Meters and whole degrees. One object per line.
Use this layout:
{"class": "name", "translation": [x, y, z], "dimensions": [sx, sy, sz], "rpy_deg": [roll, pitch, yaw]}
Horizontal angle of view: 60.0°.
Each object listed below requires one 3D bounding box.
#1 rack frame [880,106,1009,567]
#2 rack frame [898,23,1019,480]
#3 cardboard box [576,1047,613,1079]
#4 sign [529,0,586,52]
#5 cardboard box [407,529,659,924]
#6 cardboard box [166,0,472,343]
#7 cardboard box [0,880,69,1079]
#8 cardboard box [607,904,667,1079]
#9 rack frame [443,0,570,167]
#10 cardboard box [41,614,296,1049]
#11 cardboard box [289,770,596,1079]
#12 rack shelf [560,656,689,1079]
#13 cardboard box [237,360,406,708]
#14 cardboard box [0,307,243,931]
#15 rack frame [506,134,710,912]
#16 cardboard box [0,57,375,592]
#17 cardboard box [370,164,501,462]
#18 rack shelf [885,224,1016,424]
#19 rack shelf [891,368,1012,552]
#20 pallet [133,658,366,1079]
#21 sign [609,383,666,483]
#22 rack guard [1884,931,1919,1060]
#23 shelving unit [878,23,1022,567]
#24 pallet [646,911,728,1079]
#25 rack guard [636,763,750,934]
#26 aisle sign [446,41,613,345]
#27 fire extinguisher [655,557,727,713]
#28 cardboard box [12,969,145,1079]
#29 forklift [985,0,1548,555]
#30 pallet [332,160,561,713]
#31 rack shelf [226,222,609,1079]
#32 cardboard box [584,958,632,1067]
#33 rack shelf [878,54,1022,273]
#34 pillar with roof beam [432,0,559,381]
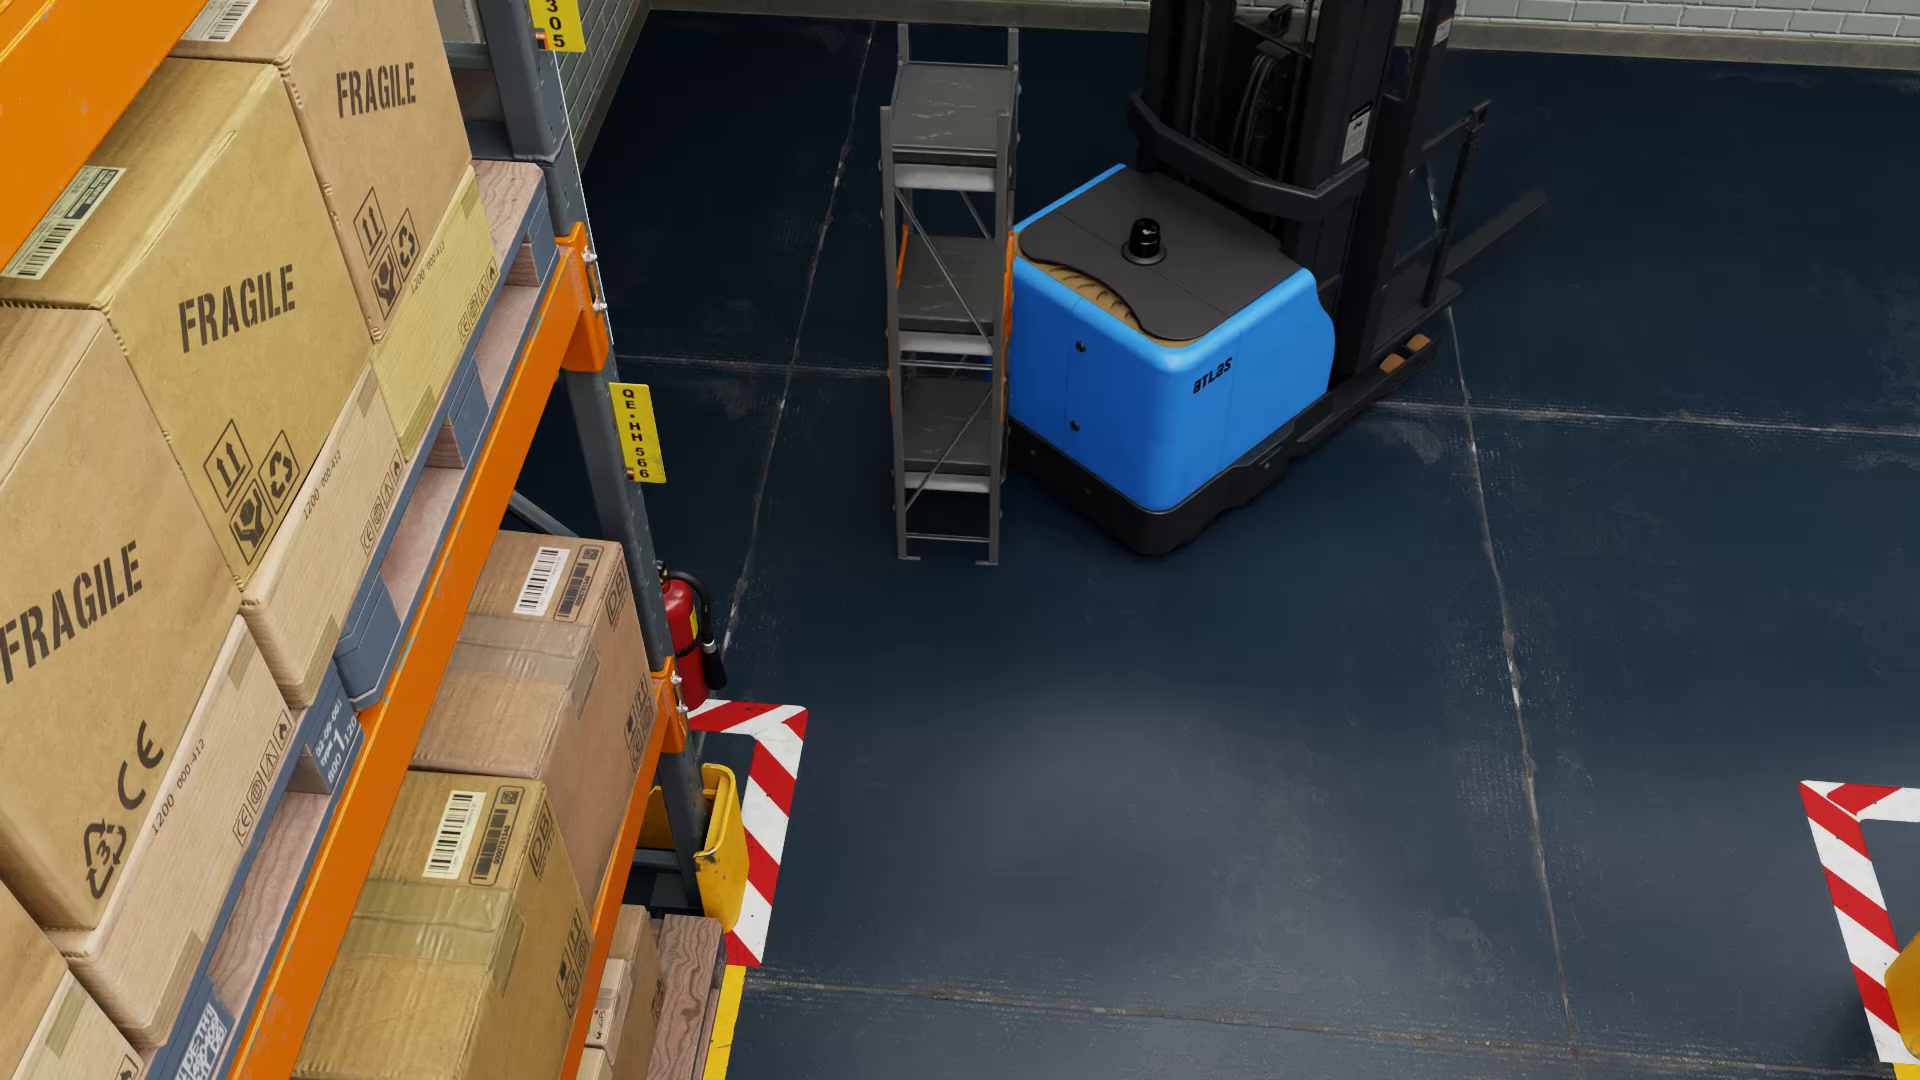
{"class": "rack frame", "translation": [-0.049, -0.620, 5.920], "dimensions": [0.400, 2.100, 0.015], "rpy_deg": [4, 48, 3]}
{"class": "rack frame", "translation": [-0.006, -0.978, 6.248], "dimensions": [0.400, 2.100, 0.015], "rpy_deg": [4, 48, 3]}
{"class": "cardboard box", "translation": [-1.140, 1.466, 4.372], "dimensions": [0.380, 0.149, 0.250], "rpy_deg": [5, 48, 5]}
{"class": "sign", "translation": [-0.784, -1.070, 3.143], "dimensions": [0.100, 0.325, 0.005], "rpy_deg": [4, 48, 4]}
{"class": "cardboard box", "translation": [-1.359, 0.442, 4.136], "dimensions": [0.980, 0.700, 0.700], "rpy_deg": [6, 48, 5]}
{"class": "cardboard box", "translation": [-1.118, -0.667, 2.561], "dimensions": [0.500, 0.500, 0.500], "rpy_deg": [4, 48, 3]}
{"class": "cardboard box", "translation": [-1.263, 0.470, 1.522], "dimensions": [0.500, 0.500, 0.500], "rpy_deg": [4, 48, 4]}
{"class": "cardboard box", "translation": [-1.287, 1.391, 4.881], "dimensions": [0.700, 0.500, 0.500], "rpy_deg": [4, 48, 4]}
{"class": "rack frame", "translation": [-1.323, -1.857, 2.376], "dimensions": [1.000, 3.000, 0.127], "rpy_deg": [4, 48, 4]}
{"class": "cardboard box", "translation": [-1.214, 0.352, 2.138], "dimensions": [0.500, 0.250, 0.500], "rpy_deg": [3, 48, 2]}
{"class": "cardboard box", "translation": [-1.414, 0.977, 3.646], "dimensions": [0.980, 0.700, 0.700], "rpy_deg": [4, 48, 3]}
{"class": "rack shelf", "translation": [-1.505, 1.880, 3.511], "dimensions": [1.077, 0.370, 4.000], "rpy_deg": [4, 48, 4]}
{"class": "cardboard box", "translation": [-1.171, -0.031, 2.488], "dimensions": [0.500, 0.250, 0.500], "rpy_deg": [2, 48, 2]}
{"class": "cardboard box", "translation": [-1.213, 0.084, 1.874], "dimensions": [0.500, 0.500, 0.500], "rpy_deg": [2, 48, 2]}
{"class": "rack frame", "translation": [-1.323, 0.168, 4.590], "dimensions": [1.000, 3.000, 0.127], "rpy_deg": [4, 48, 4]}
{"class": "cardboard box", "translation": [-1.174, -0.300, 2.225], "dimensions": [0.500, 0.500, 0.500], "rpy_deg": [5, 48, 5]}
{"class": "cardboard box", "translation": [-1.125, -0.414, 2.838], "dimensions": [0.500, 0.250, 0.500], "rpy_deg": [5, 48, 5]}
{"class": "rack shelf", "translation": [-0.028, -0.790, 6.094], "dimensions": [0.431, 0.518, 0.480], "rpy_deg": [4, 48, 3]}
{"class": "rack shelf", "translation": [-0.028, -0.317, 6.610], "dimensions": [0.431, 0.518, 0.480], "rpy_deg": [4, 48, 3]}
{"class": "pallet", "translation": [-1.488, 0.630, 2.194], "dimensions": [1.003, 0.211, 1.213], "rpy_deg": [4, 48, 4]}
{"class": "sign", "translation": [-0.784, -0.256, 4.033], "dimensions": [0.100, 0.325, 0.005], "rpy_deg": [4, 48, 4]}
{"class": "rack guard", "translation": [3.604, 1.397, 5.159], "dimensions": [1.175, 0.500, 0.348], "rpy_deg": [4, 48, 4]}
{"class": "shelving unit", "translation": [-0.028, -0.799, 6.084], "dimensions": [0.431, 2.100, 0.503], "rpy_deg": [4, 48, 3]}
{"class": "pallet", "translation": [-1.318, 1.702, 5.077], "dimensions": [1.003, 0.211, 1.213], "rpy_deg": [4, 48, 4]}
{"class": "rack guard", "translation": [-1.320, 0.994, 5.528], "dimensions": [1.175, 0.500, 0.348], "rpy_deg": [4, 48, 4]}
{"class": "aisle sign", "translation": [-1.017, -0.743, 3.661], "dimensions": [0.394, 0.787, 0.004], "rpy_deg": [4, 48, 4]}
{"class": "fire extinguisher", "translation": [-0.849, 0.240, 4.829], "dimensions": [0.296, 0.674, 0.183], "rpy_deg": [4, 48, 4]}
{"class": "cardboard box", "translation": [-1.262, 0.729, 1.793], "dimensions": [0.500, 0.250, 0.500], "rpy_deg": [3, 48, 2]}
{"class": "forklift", "translation": [1.499, -1.899, 6.526], "dimensions": [3.031, 2.935, 1.130], "rpy_deg": [-35, 57, -28]}
{"class": "pallet", "translation": [-1.380, -0.269, 3.017], "dimensions": [1.003, 0.211, 1.213], "rpy_deg": [4, 48, 4]}
{"class": "rack shelf", "translation": [-1.505, 0.868, 2.404], "dimensions": [1.077, 0.370, 4.000], "rpy_deg": [4, 48, 4]}
{"class": "cardboard box", "translation": [-1.117, 1.278, 4.544], "dimensions": [0.380, 0.149, 0.250], "rpy_deg": [3, 48, 3]}
{"class": "rack shelf", "translation": [-0.028, -1.262, 5.577], "dimensions": [0.431, 0.518, 0.480], "rpy_deg": [4, 48, 3]}
{"class": "pillar with roof beam", "translation": [2.349, -3.610, 3.979], "dimensions": [9.100, 9.000, 0.400], "rpy_deg": [4, 48, 4]}
